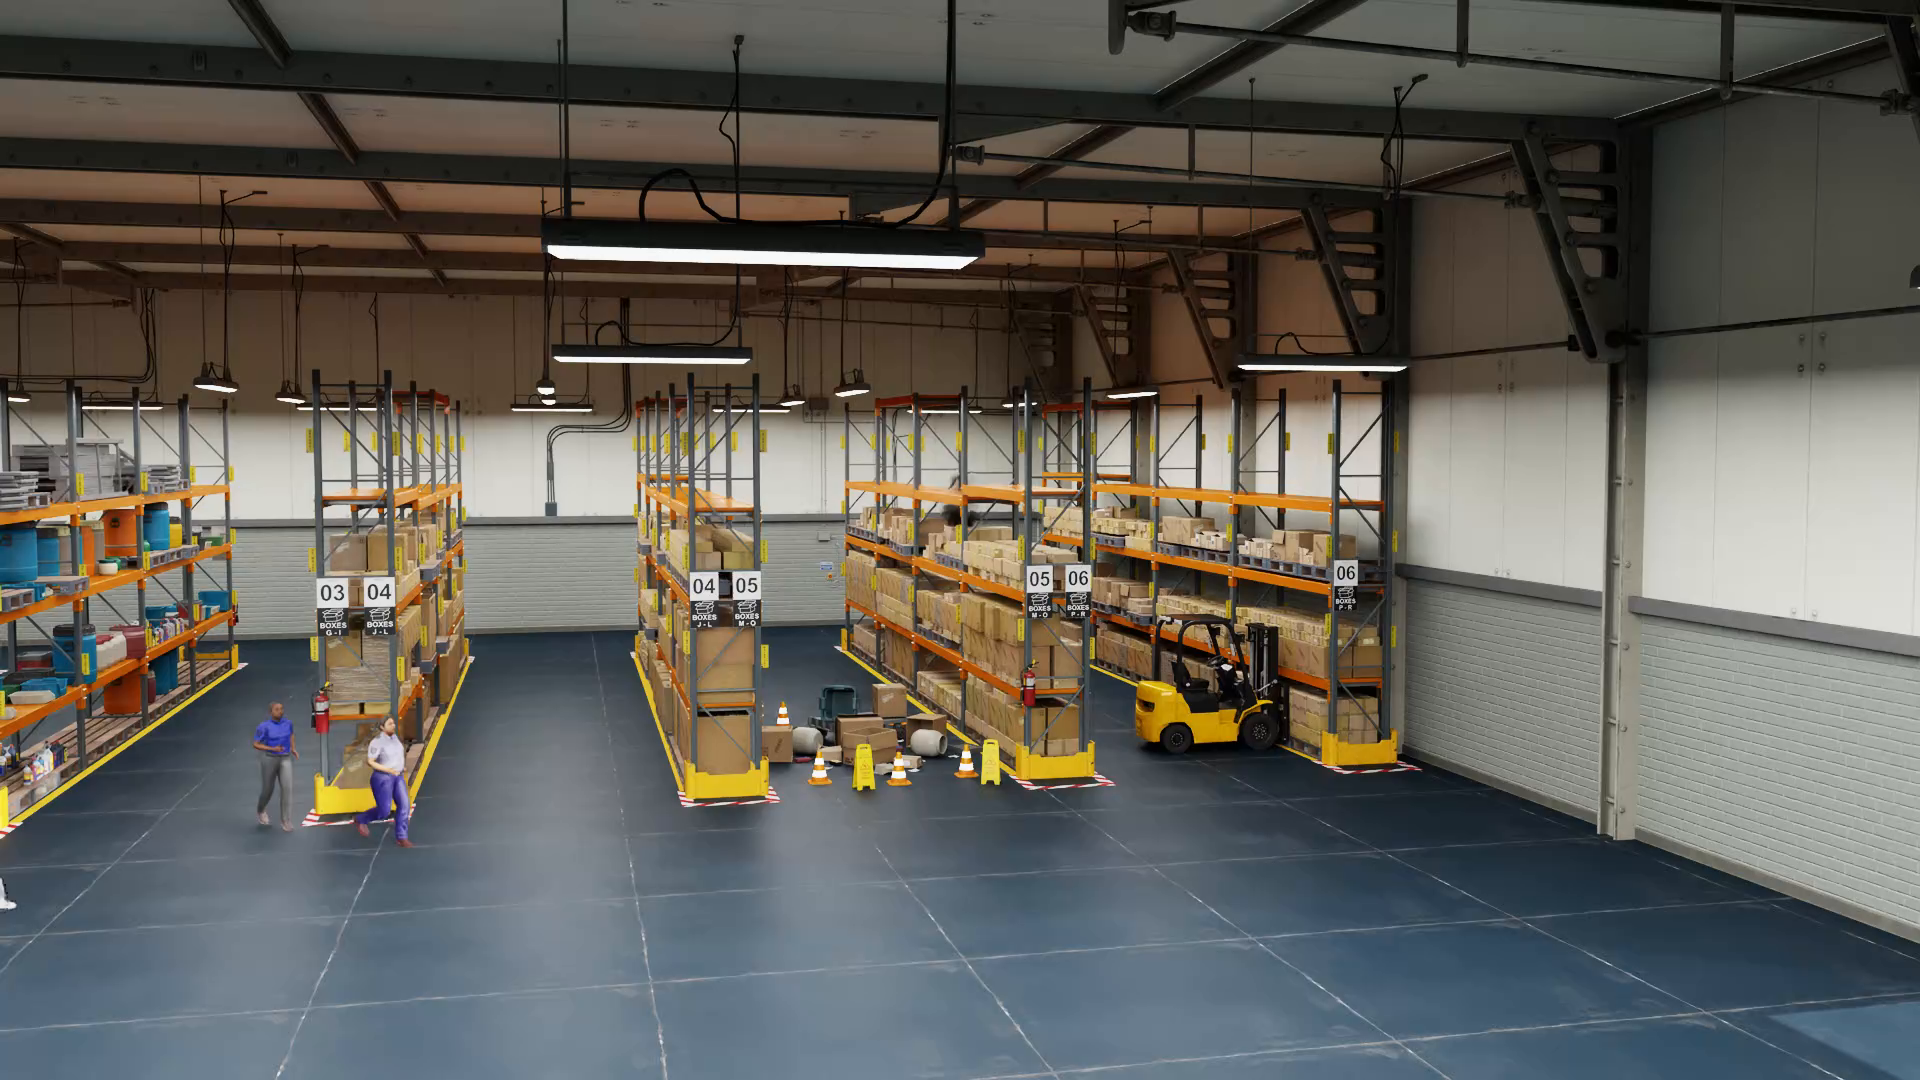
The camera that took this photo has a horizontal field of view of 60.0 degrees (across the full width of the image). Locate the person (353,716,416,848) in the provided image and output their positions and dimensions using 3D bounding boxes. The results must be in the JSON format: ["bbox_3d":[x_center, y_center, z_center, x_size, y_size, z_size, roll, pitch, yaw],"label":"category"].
[{"bbox_3d":[-7.159,3.009,20.722,0.836,1.659,0.623,1,4,20],"label":"person"}]

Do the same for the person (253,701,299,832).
[{"bbox_3d":[-8.864,2.910,21.578,0.597,1.637,0.867,-3,4,-43],"label":"person"}]

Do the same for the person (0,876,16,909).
[{"bbox_3d":[-10.531,3.107,17.683,0.948,1.647,0.576,0,3,5],"label":"person"}]
